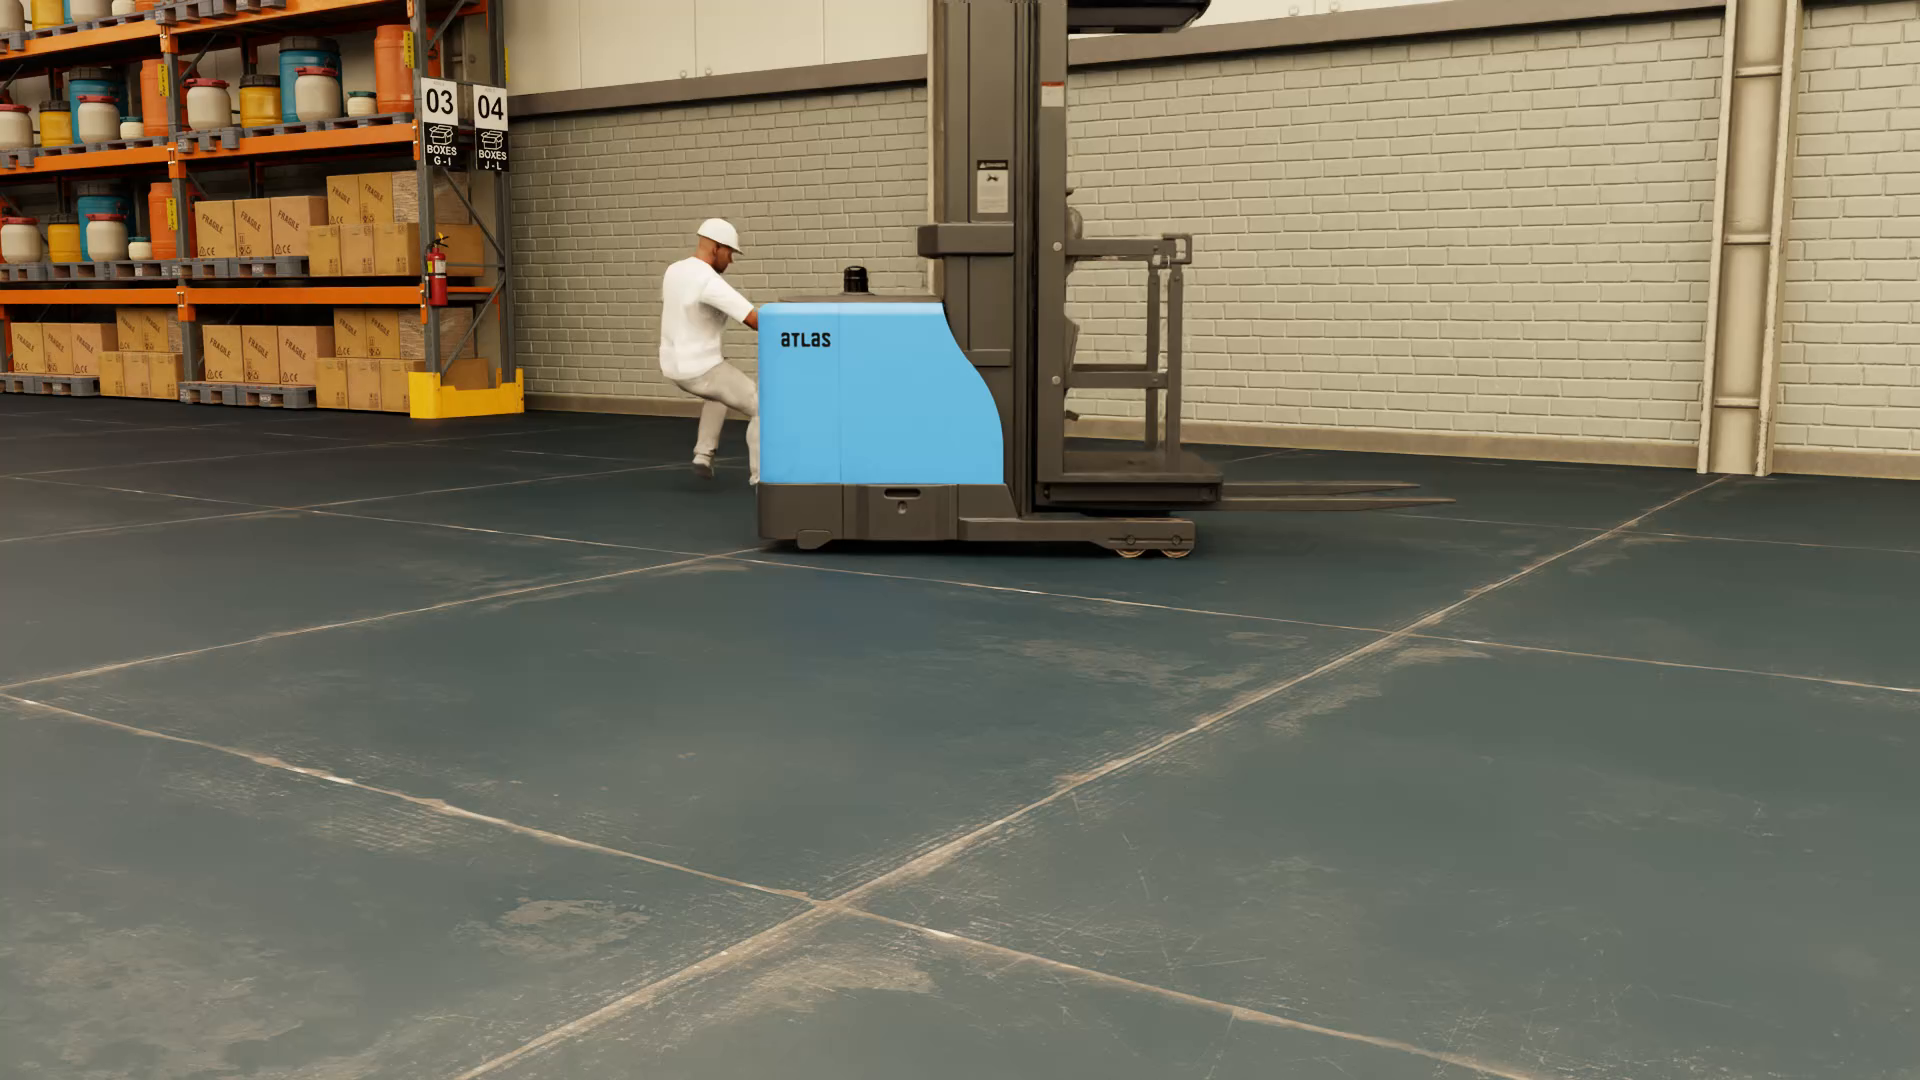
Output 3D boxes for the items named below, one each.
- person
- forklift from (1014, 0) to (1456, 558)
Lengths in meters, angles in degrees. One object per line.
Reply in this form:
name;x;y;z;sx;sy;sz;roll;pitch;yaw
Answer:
person;-1.350;-1.073;9.665;0.780;1.550;1.019;-5;10;-34
forklift;0.647;-1.450;7.391;3.031;2.935;1.121;0;8;1
